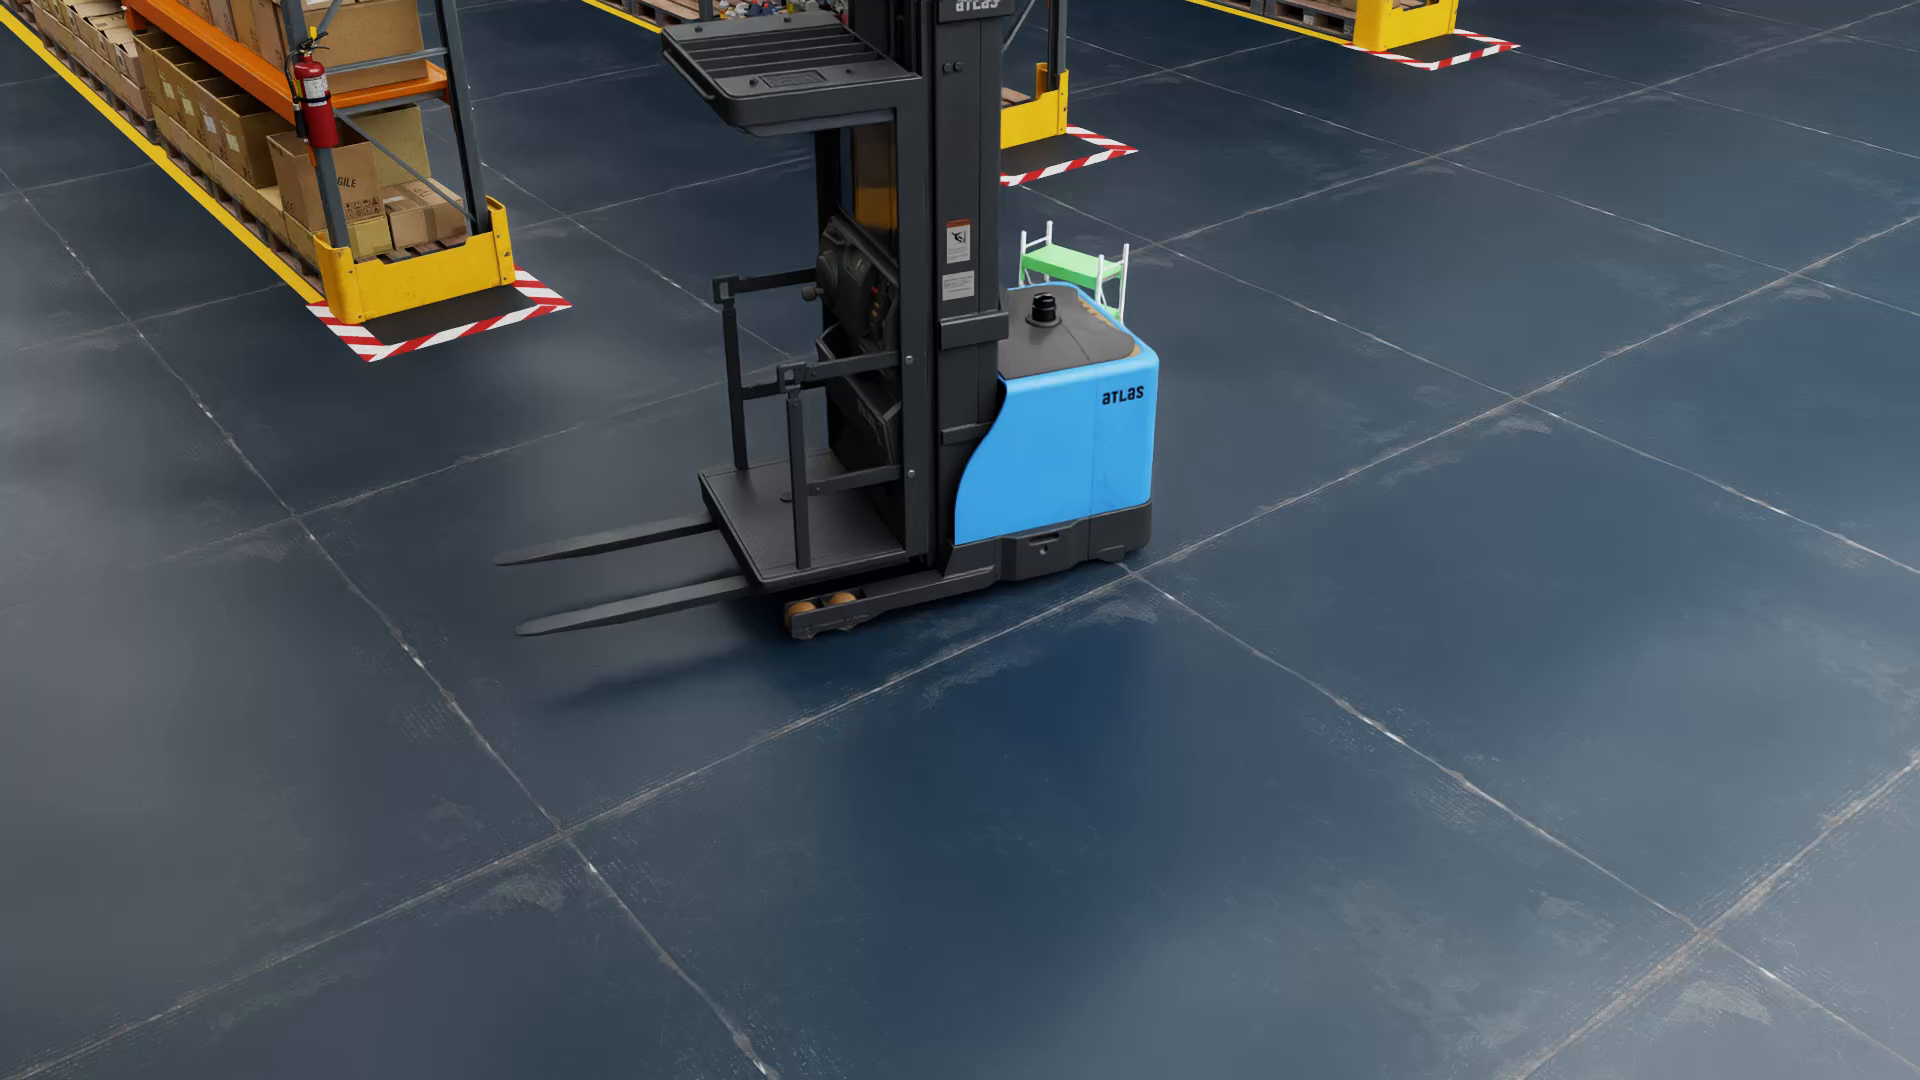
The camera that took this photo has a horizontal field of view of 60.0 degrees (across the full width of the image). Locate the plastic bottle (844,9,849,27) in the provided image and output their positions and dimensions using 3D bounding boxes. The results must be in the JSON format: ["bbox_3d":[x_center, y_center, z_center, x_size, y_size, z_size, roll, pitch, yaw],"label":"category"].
[{"bbox_3d":[-1.002,-4.721,15.173,0.152,0.276,0.135,-22,38,-31],"label":"plastic bottle"}]

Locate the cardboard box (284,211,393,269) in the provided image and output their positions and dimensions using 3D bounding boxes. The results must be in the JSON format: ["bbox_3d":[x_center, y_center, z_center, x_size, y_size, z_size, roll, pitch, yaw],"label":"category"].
[{"bbox_3d":[-4.062,-2.020,10.868,0.500,0.250,0.500,-22,38,-31],"label":"cardboard box"}]

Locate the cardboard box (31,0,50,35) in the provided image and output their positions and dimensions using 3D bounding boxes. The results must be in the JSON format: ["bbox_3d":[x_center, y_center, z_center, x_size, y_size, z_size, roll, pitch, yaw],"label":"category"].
[{"bbox_3d":[-8.316,-4.913,15.526,0.500,0.250,0.500,-22,38,-32],"label":"cardboard box"}]

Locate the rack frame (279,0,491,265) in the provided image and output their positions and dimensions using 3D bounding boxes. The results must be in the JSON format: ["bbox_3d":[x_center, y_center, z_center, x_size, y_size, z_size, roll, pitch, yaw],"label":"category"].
[{"bbox_3d":[-3.499,-2.882,10.047,1.000,3.000,0.127,-22,38,-31],"label":"rack frame"}]

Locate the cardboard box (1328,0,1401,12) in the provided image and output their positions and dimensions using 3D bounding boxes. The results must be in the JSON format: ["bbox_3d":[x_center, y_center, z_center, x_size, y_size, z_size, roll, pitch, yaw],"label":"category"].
[{"bbox_3d":[3.958,-5.468,16.181,0.500,0.500,0.500,-15,35,-23],"label":"cardboard box"}]

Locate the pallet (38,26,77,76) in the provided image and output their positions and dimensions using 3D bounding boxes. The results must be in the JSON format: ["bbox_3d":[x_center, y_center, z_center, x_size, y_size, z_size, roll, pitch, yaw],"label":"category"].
[{"bbox_3d":[-7.931,-4.676,15.578,1.003,0.211,1.213,-22,38,-31],"label":"pallet"}]

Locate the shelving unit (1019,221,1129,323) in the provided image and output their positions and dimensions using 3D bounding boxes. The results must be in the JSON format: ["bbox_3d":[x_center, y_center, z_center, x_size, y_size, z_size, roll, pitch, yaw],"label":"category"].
[{"bbox_3d":[0.564,-1.011,8.729,0.503,1.200,0.258,24,36,33],"label":"shelving unit"}]

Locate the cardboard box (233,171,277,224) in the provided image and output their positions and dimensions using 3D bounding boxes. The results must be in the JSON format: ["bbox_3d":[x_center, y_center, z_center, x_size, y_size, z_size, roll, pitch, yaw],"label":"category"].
[{"bbox_3d":[-4.686,-2.432,11.532,0.500,0.250,0.500,-22,38,-31],"label":"cardboard box"}]

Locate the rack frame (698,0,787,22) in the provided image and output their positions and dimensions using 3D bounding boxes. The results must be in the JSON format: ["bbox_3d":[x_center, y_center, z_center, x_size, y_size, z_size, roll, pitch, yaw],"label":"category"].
[{"bbox_3d":[-2.037,-6.150,15.309,1.000,3.000,0.127,-22,38,-31],"label":"rack frame"}]

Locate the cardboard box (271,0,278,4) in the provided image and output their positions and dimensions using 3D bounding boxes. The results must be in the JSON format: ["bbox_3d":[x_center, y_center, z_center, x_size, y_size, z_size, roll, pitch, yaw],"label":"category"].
[{"bbox_3d":[-4.046,-3.406,10.182,0.380,0.149,0.250,-21,38,-30],"label":"cardboard box"}]

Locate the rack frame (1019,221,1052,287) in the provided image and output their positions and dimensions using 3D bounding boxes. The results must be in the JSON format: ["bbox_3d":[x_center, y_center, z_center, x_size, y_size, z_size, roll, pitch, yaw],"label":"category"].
[{"bbox_3d":[0.377,-1.094,8.862,0.015,1.200,0.240,24,36,33],"label":"rack frame"}]

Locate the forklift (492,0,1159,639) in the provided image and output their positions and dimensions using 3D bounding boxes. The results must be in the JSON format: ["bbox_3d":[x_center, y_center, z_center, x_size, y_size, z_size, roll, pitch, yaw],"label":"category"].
[{"bbox_3d":[-0.638,-1.113,7.264,3.031,2.935,1.130,-12,34,-19],"label":"forklift"}]

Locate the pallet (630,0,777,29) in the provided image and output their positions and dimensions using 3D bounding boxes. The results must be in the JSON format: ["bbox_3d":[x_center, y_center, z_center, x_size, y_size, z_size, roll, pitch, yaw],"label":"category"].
[{"bbox_3d":[-2.550,-5.280,16.551,1.003,0.211,1.213,-22,38,-31],"label":"pallet"}]

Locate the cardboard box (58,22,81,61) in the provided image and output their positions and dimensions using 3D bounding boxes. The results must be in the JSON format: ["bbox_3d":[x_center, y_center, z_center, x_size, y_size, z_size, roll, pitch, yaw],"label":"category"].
[{"bbox_3d":[-7.684,-4.489,14.843,0.500,0.250,0.500,-23,39,-33],"label":"cardboard box"}]

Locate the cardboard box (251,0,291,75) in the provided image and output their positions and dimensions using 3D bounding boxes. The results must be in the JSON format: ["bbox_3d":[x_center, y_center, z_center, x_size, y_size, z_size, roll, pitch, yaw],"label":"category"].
[{"bbox_3d":[-4.101,-3.340,10.691,0.700,0.500,0.500,-21,38,-30],"label":"cardboard box"}]

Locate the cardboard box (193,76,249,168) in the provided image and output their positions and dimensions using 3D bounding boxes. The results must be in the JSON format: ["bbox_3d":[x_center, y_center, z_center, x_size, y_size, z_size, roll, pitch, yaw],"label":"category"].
[{"bbox_3d":[-4.994,-2.959,11.668,0.500,0.500,0.500,-22,38,-31],"label":"cardboard box"}]

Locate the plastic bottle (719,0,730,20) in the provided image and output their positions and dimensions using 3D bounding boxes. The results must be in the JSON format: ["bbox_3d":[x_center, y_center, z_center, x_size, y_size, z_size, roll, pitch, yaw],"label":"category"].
[{"bbox_3d":[-2.188,-4.903,15.471,0.097,0.271,0.097,0,32,0],"label":"plastic bottle"}]

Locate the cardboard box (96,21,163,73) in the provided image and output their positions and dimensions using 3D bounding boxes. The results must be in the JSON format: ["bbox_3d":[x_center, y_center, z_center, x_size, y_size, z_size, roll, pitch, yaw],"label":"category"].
[{"bbox_3d":[-6.751,-4.088,13.666,0.500,0.311,0.500,-21,38,-30],"label":"cardboard box"}]

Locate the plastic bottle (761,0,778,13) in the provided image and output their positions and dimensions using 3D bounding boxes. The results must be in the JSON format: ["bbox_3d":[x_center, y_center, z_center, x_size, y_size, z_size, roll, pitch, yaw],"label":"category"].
[{"bbox_3d":[-1.756,-4.788,15.209,0.144,0.351,0.185,-22,38,-31],"label":"plastic bottle"}]

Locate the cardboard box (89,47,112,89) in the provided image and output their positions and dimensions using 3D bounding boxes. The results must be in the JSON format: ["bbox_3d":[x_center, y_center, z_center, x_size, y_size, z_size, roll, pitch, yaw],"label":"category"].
[{"bbox_3d":[-7.058,-4.063,14.157,0.500,0.250,0.500,-21,38,-30],"label":"cardboard box"}]

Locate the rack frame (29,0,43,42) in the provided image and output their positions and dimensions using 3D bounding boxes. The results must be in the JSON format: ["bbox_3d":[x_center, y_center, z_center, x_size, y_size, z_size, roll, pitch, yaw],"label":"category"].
[{"bbox_3d":[-8.405,-6.216,15.415,1.000,3.000,0.127,-22,38,-31],"label":"rack frame"}]

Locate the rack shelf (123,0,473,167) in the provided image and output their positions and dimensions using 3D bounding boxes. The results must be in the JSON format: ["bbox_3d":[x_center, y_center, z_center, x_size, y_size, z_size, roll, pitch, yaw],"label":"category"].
[{"bbox_3d":[-4.726,-3.410,11.579,1.077,0.370,4.000,-22,38,-31],"label":"rack shelf"}]

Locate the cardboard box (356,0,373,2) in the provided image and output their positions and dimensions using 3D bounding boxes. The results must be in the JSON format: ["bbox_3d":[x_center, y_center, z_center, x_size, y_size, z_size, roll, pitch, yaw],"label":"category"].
[{"bbox_3d":[-3.570,-3.433,10.225,0.380,0.149,0.250,-23,38,-32],"label":"cardboard box"}]

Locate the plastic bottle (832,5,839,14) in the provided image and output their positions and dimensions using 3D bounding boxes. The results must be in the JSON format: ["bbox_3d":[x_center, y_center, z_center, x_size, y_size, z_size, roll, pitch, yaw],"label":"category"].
[{"bbox_3d":[-1.164,-4.749,15.211,0.061,0.283,0.133,-22,38,-31],"label":"plastic bottle"}]

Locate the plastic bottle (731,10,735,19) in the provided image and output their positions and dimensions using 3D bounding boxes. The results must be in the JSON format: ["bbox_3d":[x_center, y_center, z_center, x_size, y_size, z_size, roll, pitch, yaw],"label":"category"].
[{"bbox_3d":[-2.063,-4.789,15.353,0.097,0.201,0.097,0,32,0],"label":"plastic bottle"}]

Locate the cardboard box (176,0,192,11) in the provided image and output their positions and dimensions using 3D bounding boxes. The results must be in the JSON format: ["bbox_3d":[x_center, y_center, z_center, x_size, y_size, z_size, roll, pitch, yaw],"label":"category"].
[{"bbox_3d":[-5.347,-4.191,12.060,0.700,0.500,0.500,-23,38,-32],"label":"cardboard box"}]

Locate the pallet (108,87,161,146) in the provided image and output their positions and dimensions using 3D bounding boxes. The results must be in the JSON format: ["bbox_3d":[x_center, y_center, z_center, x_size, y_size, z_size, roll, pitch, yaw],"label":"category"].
[{"bbox_3d":[-6.435,-3.659,13.941,1.003,0.211,1.213,-22,38,-31],"label":"pallet"}]

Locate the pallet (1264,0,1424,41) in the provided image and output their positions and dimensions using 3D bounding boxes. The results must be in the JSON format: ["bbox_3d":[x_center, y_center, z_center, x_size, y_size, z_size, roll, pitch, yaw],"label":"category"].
[{"bbox_3d":[3.811,-5.283,16.555,1.003,0.211,1.213,-22,38,-31],"label":"pallet"}]

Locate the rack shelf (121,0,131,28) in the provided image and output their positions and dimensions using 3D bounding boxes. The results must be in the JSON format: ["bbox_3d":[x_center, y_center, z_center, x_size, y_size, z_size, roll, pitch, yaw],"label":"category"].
[{"bbox_3d":[-7.179,-5.077,14.263,1.077,0.370,4.000,-22,38,-31],"label":"rack shelf"}]

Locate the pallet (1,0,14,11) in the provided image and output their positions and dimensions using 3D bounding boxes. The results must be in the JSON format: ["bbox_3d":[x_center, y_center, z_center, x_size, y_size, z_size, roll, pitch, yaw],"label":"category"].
[{"bbox_3d":[-9.577,-5.863,17.490,1.003,0.211,1.213,-22,38,-31],"label":"pallet"}]

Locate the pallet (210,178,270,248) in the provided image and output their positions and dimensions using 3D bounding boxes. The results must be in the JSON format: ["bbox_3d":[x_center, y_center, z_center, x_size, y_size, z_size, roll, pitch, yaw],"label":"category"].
[{"bbox_3d":[-4.745,-2.511,12.092,1.003,0.211,1.213,-22,38,-31],"label":"pallet"}]

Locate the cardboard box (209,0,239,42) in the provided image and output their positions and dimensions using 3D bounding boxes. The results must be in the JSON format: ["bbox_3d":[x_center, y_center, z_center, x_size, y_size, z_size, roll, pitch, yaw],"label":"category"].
[{"bbox_3d":[-4.727,-3.767,11.378,0.700,0.500,0.500,-21,38,-30],"label":"cardboard box"}]

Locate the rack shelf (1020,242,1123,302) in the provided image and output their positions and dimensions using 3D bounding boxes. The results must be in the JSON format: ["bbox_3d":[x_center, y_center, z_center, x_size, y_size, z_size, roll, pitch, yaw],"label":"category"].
[{"bbox_3d":[0.576,-1.371,8.522,0.480,0.148,0.258,24,36,33],"label":"rack shelf"}]

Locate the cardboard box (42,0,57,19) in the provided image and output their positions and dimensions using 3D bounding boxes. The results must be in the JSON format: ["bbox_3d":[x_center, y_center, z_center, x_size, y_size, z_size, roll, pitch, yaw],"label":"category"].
[{"bbox_3d":[-7.987,-4.935,15.029,0.500,0.311,0.500,-23,39,-33],"label":"cardboard box"}]

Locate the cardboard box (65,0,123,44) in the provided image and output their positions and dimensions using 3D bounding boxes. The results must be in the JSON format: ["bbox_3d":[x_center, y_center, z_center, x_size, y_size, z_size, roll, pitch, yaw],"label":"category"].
[{"bbox_3d":[-7.361,-4.508,14.341,0.500,0.311,0.500,-23,38,-32],"label":"cardboard box"}]

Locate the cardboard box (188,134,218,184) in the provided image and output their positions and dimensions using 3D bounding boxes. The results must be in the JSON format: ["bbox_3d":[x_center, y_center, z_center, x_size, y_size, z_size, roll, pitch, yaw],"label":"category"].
[{"bbox_3d":[-5.302,-2.848,12.200,0.500,0.250,0.500,-22,38,-31],"label":"cardboard box"}]

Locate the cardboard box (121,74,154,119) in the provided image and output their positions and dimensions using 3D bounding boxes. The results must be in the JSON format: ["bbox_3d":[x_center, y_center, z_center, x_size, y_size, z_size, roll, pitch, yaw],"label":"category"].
[{"bbox_3d":[-6.436,-3.638,13.473,0.500,0.250,0.500,-23,38,-32],"label":"cardboard box"}]

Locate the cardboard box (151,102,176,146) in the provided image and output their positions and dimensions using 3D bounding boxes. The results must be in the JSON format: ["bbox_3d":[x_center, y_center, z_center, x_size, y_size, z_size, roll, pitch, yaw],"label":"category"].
[{"bbox_3d":[-5.907,-3.268,12.877,0.500,0.250,0.500,-22,38,-31],"label":"cardboard box"}]

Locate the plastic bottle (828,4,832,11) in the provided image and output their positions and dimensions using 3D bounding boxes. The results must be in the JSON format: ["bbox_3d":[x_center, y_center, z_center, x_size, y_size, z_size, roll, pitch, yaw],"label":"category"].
[{"bbox_3d":[-1.164,-4.873,15.411,0.061,0.283,0.133,-20,37,-28],"label":"plastic bottle"}]

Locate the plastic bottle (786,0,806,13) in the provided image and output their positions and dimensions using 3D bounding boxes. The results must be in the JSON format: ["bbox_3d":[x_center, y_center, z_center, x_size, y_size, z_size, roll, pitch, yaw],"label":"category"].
[{"bbox_3d":[-1.529,-4.990,15.535,0.144,0.351,0.185,-22,38,-31],"label":"plastic bottle"}]

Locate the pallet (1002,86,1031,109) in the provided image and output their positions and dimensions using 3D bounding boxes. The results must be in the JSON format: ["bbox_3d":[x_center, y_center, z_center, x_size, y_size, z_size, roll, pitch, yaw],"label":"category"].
[{"bbox_3d":[-0.162,-3.655,13.935,1.003,0.211,1.213,-22,38,-31],"label":"pallet"}]

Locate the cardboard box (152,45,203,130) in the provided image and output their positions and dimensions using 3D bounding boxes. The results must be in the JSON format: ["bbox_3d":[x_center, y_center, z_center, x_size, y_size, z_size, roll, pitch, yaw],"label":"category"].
[{"bbox_3d":[-5.602,-3.377,12.342,0.500,0.500,0.500,-22,38,-31],"label":"cardboard box"}]

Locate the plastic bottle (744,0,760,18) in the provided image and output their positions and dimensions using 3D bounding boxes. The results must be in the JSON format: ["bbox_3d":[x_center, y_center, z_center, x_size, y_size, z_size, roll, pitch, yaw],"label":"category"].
[{"bbox_3d":[-1.870,-4.741,15.134,0.144,0.351,0.185,-21,38,-30],"label":"plastic bottle"}]

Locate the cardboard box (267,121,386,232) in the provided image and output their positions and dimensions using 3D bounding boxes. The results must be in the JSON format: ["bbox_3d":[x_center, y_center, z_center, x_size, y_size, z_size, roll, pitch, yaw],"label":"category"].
[{"bbox_3d":[-4.063,-2.338,10.669,0.500,0.500,0.500,-22,38,-31],"label":"cardboard box"}]

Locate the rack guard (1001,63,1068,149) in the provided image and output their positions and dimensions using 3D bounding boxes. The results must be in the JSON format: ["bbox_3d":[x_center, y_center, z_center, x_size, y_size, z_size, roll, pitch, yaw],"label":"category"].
[{"bbox_3d":[0.332,-3.438,13.311,1.175,0.500,0.348,-22,38,-31],"label":"rack guard"}]

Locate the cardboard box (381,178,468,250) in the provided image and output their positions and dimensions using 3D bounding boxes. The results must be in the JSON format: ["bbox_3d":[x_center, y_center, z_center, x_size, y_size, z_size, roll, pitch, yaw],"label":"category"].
[{"bbox_3d":[-3.653,-2.188,11.137,0.500,0.250,0.500,-22,38,-31],"label":"cardboard box"}]
